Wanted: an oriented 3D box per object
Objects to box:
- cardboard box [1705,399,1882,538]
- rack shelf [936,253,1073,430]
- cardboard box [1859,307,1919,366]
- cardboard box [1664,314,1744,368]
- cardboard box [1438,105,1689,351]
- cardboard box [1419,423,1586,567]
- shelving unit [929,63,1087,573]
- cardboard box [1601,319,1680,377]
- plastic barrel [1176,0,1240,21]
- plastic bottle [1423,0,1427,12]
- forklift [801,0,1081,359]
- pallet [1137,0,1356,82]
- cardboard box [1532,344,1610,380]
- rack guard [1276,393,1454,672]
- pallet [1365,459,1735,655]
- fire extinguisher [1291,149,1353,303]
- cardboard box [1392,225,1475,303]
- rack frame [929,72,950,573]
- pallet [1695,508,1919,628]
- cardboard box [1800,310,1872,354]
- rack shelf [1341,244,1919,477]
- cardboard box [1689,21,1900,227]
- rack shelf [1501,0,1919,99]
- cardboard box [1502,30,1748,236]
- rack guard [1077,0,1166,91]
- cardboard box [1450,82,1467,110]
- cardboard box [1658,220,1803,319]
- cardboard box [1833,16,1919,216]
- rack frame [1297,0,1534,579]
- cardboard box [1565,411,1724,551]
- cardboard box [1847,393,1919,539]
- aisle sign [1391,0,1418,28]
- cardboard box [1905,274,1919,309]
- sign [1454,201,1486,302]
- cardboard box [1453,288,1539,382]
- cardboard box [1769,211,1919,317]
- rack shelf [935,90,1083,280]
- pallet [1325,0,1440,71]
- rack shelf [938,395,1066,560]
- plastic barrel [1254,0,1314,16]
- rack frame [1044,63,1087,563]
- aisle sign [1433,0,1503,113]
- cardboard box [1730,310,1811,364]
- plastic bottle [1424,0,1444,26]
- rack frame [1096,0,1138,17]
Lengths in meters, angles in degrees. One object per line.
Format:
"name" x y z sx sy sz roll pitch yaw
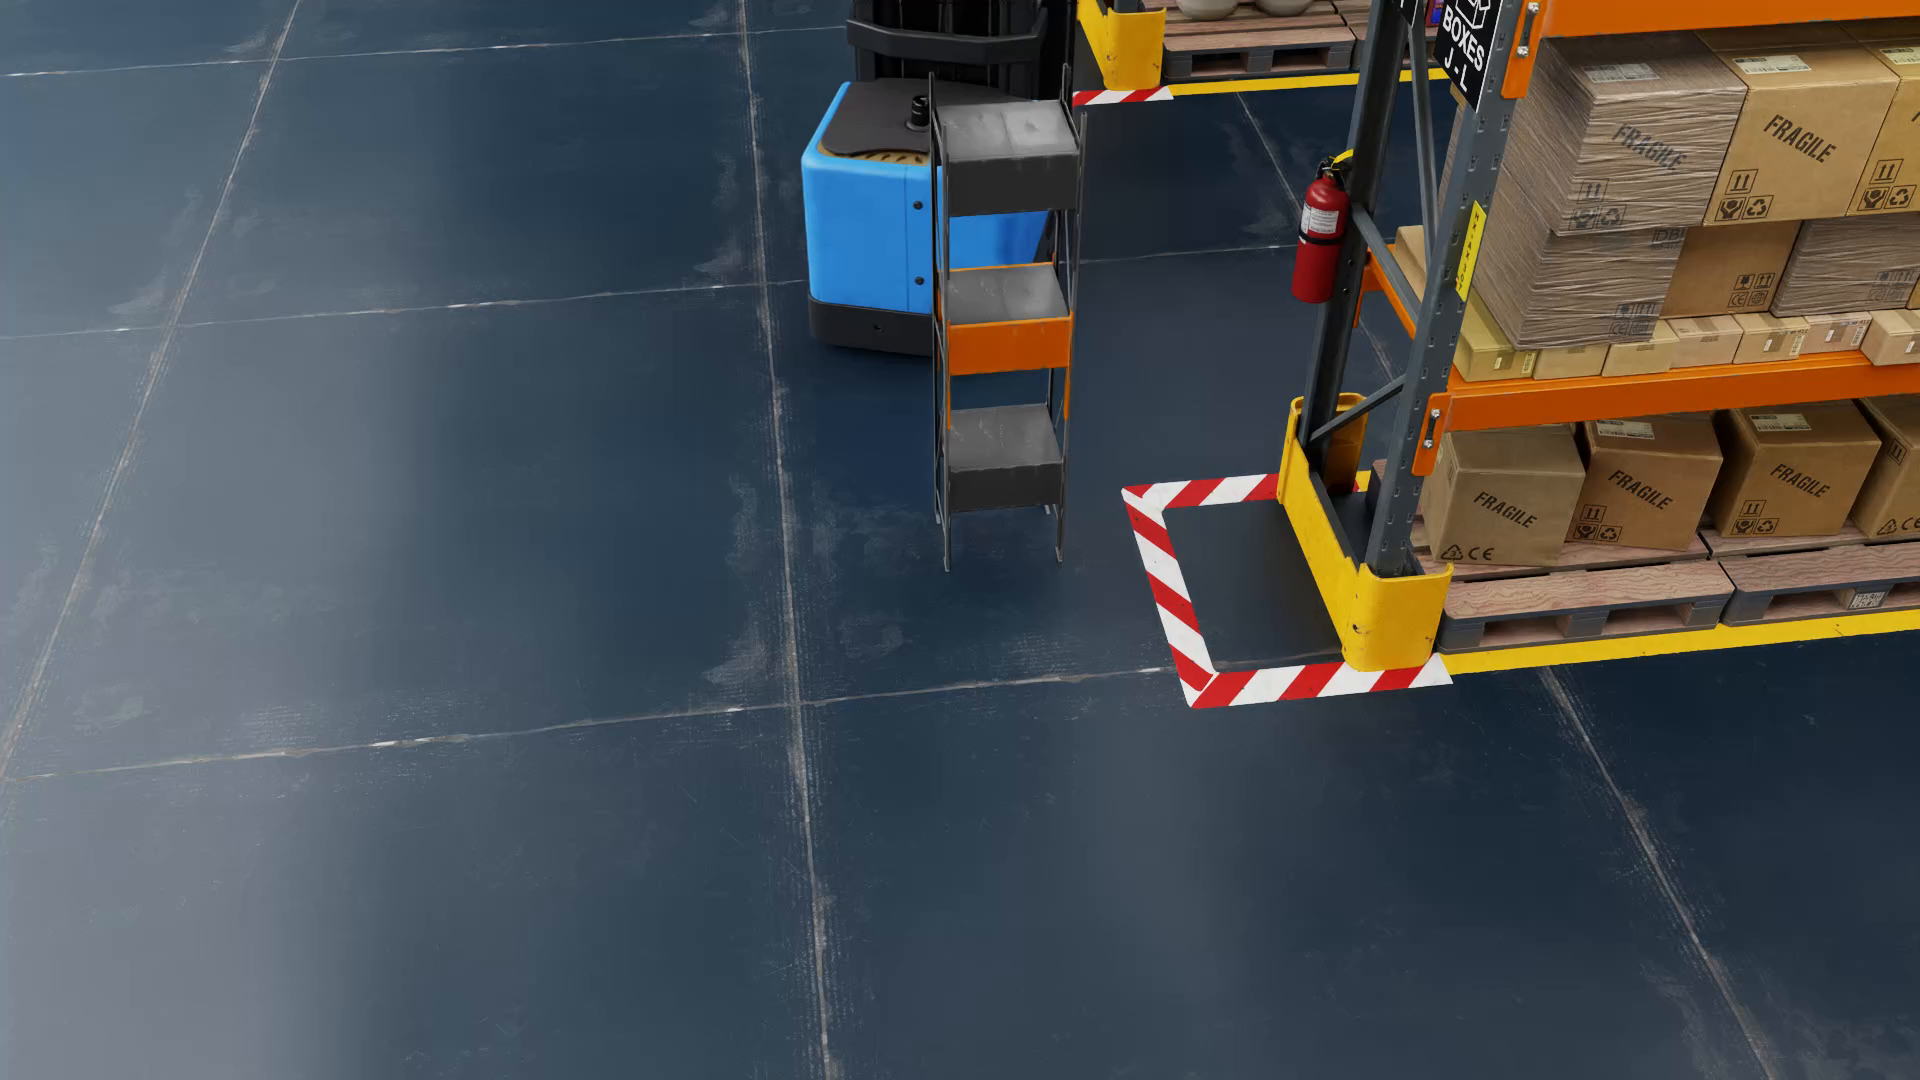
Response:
"cardboard box" 3.418 -0.363 6.966 0.500 0.500 0.500 -1 42 -2
"rack shelf" 0.164 -0.784 6.572 0.480 0.518 0.431 -5 42 -6
"cardboard box" 3.399 -0.815 6.102 0.250 0.149 0.380 -5 42 -6
"cardboard box" 2.644 -0.805 6.091 0.250 0.149 0.380 -5 42 -6
"cardboard box" 2.134 -1.153 5.992 0.500 0.500 0.875 -5 42 -6
"cardboard box" 2.207 -0.247 6.837 0.500 0.500 0.500 2 42 2
"shelving unit" 0.164 -0.794 6.563 0.503 2.100 0.431 -5 42 -6
"cardboard box" 2.399 -0.770 6.052 0.250 0.149 0.380 -5 42 -6
"plastic barrel" 1.586 -3.606 10.552 0.421 0.512 0.421 0 42 0
"plastic bottle" 2.884 -3.349 10.484 0.097 0.201 0.097 0 42 0
"forklift" 0.055 -2.939 8.321 1.130 2.935 3.031 8 43 9
"pallet" 1.819 -3.335 10.790 1.213 0.211 1.003 -5 42 -6
"cardboard box" 2.149 -0.758 6.039 0.250 0.149 0.380 -5 42 -6
"rack guard" 1.661 -0.055 6.937 0.348 0.500 1.175 -5 42 -6
"pallet" 2.471 0.006 7.086 1.213 0.211 1.003 -5 42 -6
"fire extinguisher" 1.412 -1.244 6.447 0.183 0.674 0.296 -5 42 -6
"cardboard box" 1.841 -1.045 6.356 0.250 0.149 0.380 -5 42 -6
"rack frame" -0.078 -0.773 6.539 0.015 2.100 0.400 -5 42 -6
"pallet" 3.678 -0.098 7.201 1.213 0.211 1.003 -5 42 -6
"cardboard box" 3.138 -0.862 6.154 0.250 0.149 0.380 -5 42 -6
"rack shelf" 3.569 -0.883 6.526 4.000 0.370 1.077 -5 42 -6
"cardboard box" 2.663 -1.401 5.520 0.500 0.500 0.500 -5 42 -6
"rack shelf" 3.569 -1.997 5.522 4.000 0.370 1.077 -5 42 -6
"cardboard box" 2.166 -1.362 5.477 0.500 0.500 0.500 -5 42 -6
"rack guard" 1.013 -3.375 10.619 0.348 0.500 1.175 -5 42 -6
"cardboard box" 2.099 -1.707 5.860 0.500 0.500 0.500 -5 42 -6
"cardboard box" 2.615 -1.276 6.129 0.500 0.500 0.875 -5 42 -6
"cardboard box" 3.158 -1.445 5.569 0.500 0.500 0.500 -5 42 -6
"rack frame" 1.585 -0.976 6.093 0.127 3.000 1.000 -5 42 -6
"cardboard box" 2.795 -0.322 6.920 0.500 0.500 0.500 5 42 6
"cardboard box" 3.977 -0.382 6.987 0.500 0.500 0.500 -9 43 -9
"aisle sign" 1.485 -2.135 5.437 0.004 0.787 0.394 -5 42 -6
"cardboard box" 3.613 -1.327 6.185 0.500 0.500 0.875 -5 42 -6
"sign" 1.656 -0.937 5.403 0.005 0.325 0.100 -5 42 -6
"cardboard box" 1.899 -0.749 6.029 0.250 0.149 0.380 -5 42 -6
"cardboard box" 3.116 -1.291 6.145 0.500 0.500 0.875 -5 42 -6
"rack shelf" 0.164 -1.304 6.103 0.480 0.518 0.431 -5 42 -6
"pallet" 3.026 -3.439 10.905 1.213 0.211 1.003 -5 42 -6
"rack shelf" 0.164 -0.264 7.041 0.480 0.518 0.431 -5 42 -6
"plastic barrel" 2.083 -3.649 10.600 0.421 0.512 0.421 0 42 0
"rack frame" 0.406 -0.815 6.586 0.015 2.100 0.400 -5 42 -6
"aisle sign" 1.563 -1.737 4.995 0.004 0.787 0.394 -5 42 -6
"cardboard box" 2.893 -0.823 6.110 0.250 0.149 0.380 -5 42 -6
"plastic bottle" 3.008 -3.378 10.455 0.133 0.283 0.061 -4 42 -5
"rack frame" 0.943 -4.266 9.739 0.127 3.000 1.000 -5 42 -6
